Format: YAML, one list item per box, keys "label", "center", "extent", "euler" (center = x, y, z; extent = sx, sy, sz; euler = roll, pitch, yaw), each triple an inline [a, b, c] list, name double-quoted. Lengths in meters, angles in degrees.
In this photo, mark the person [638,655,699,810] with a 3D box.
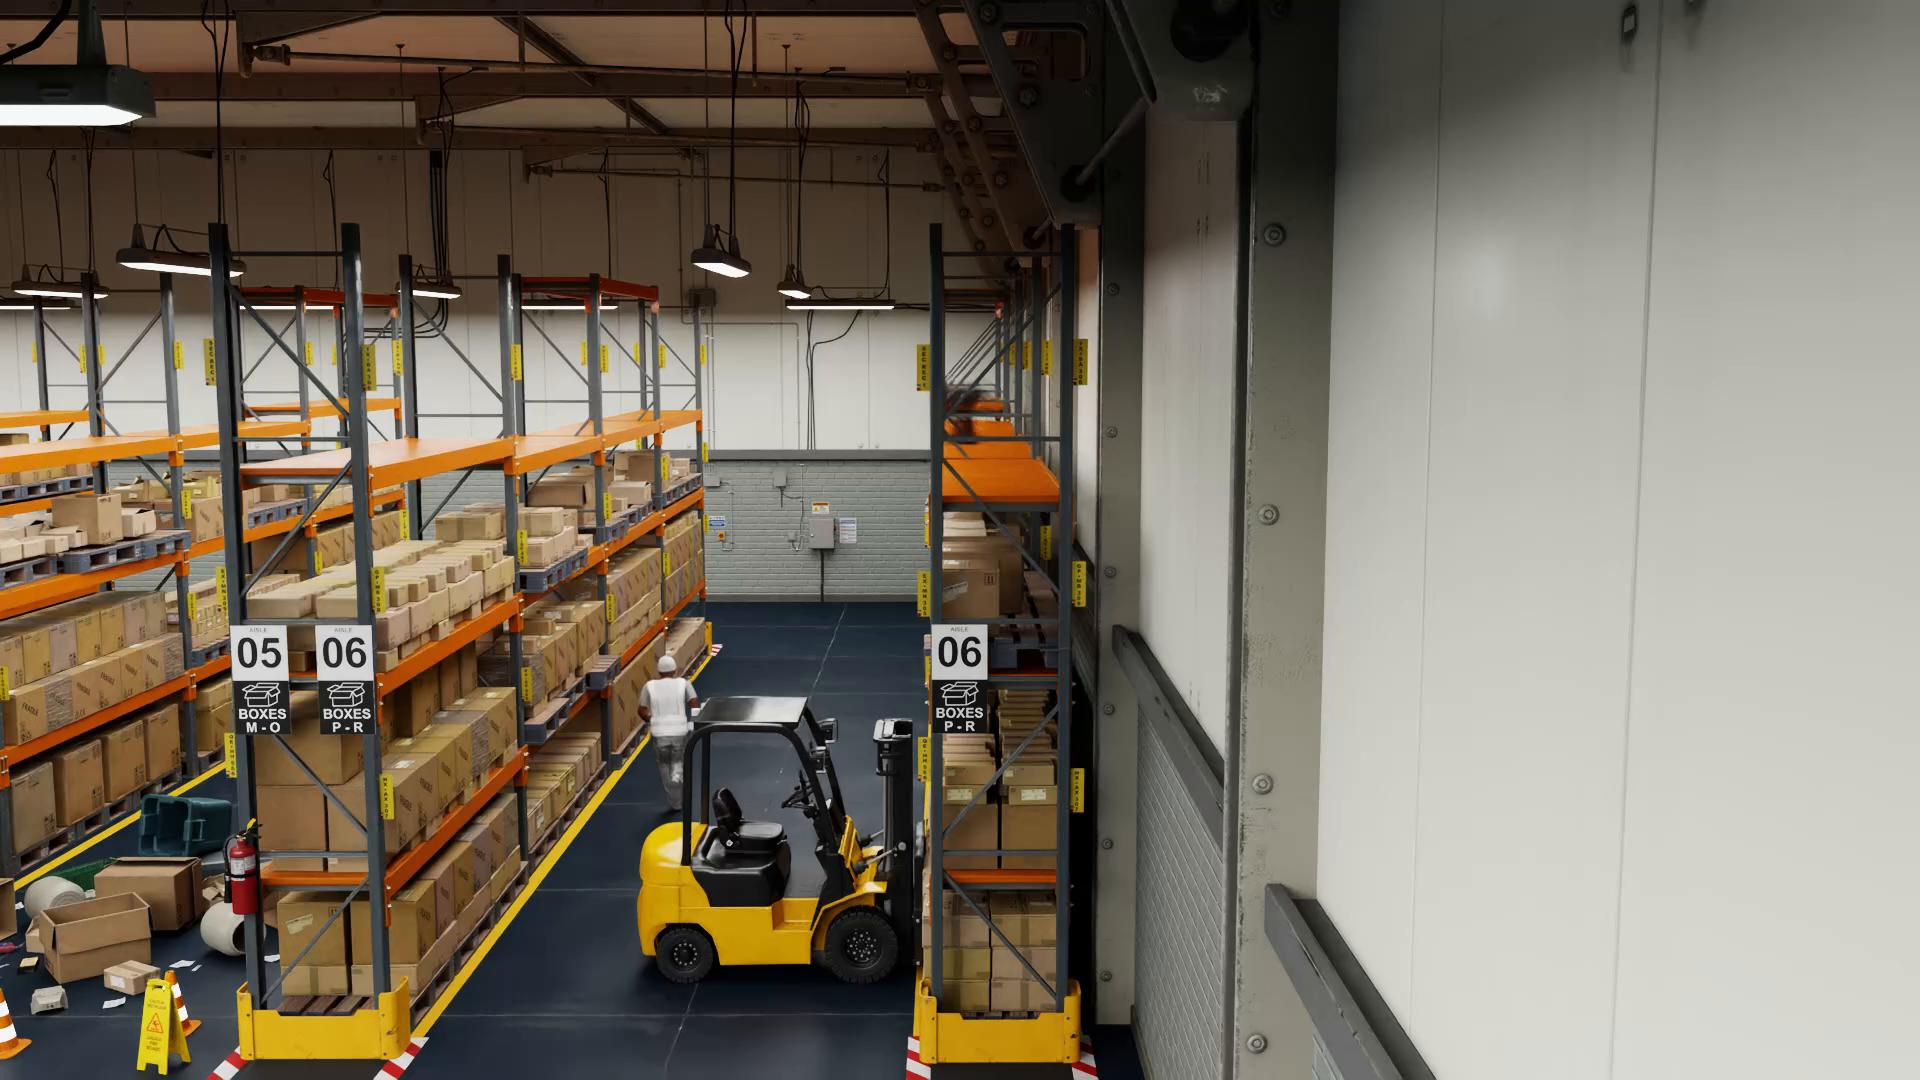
- label: "person"
  center: [-3.238, 2.164, 18.521]
  extent: [0.670, 1.711, 0.688]
  euler: [-2, 7, -16]
